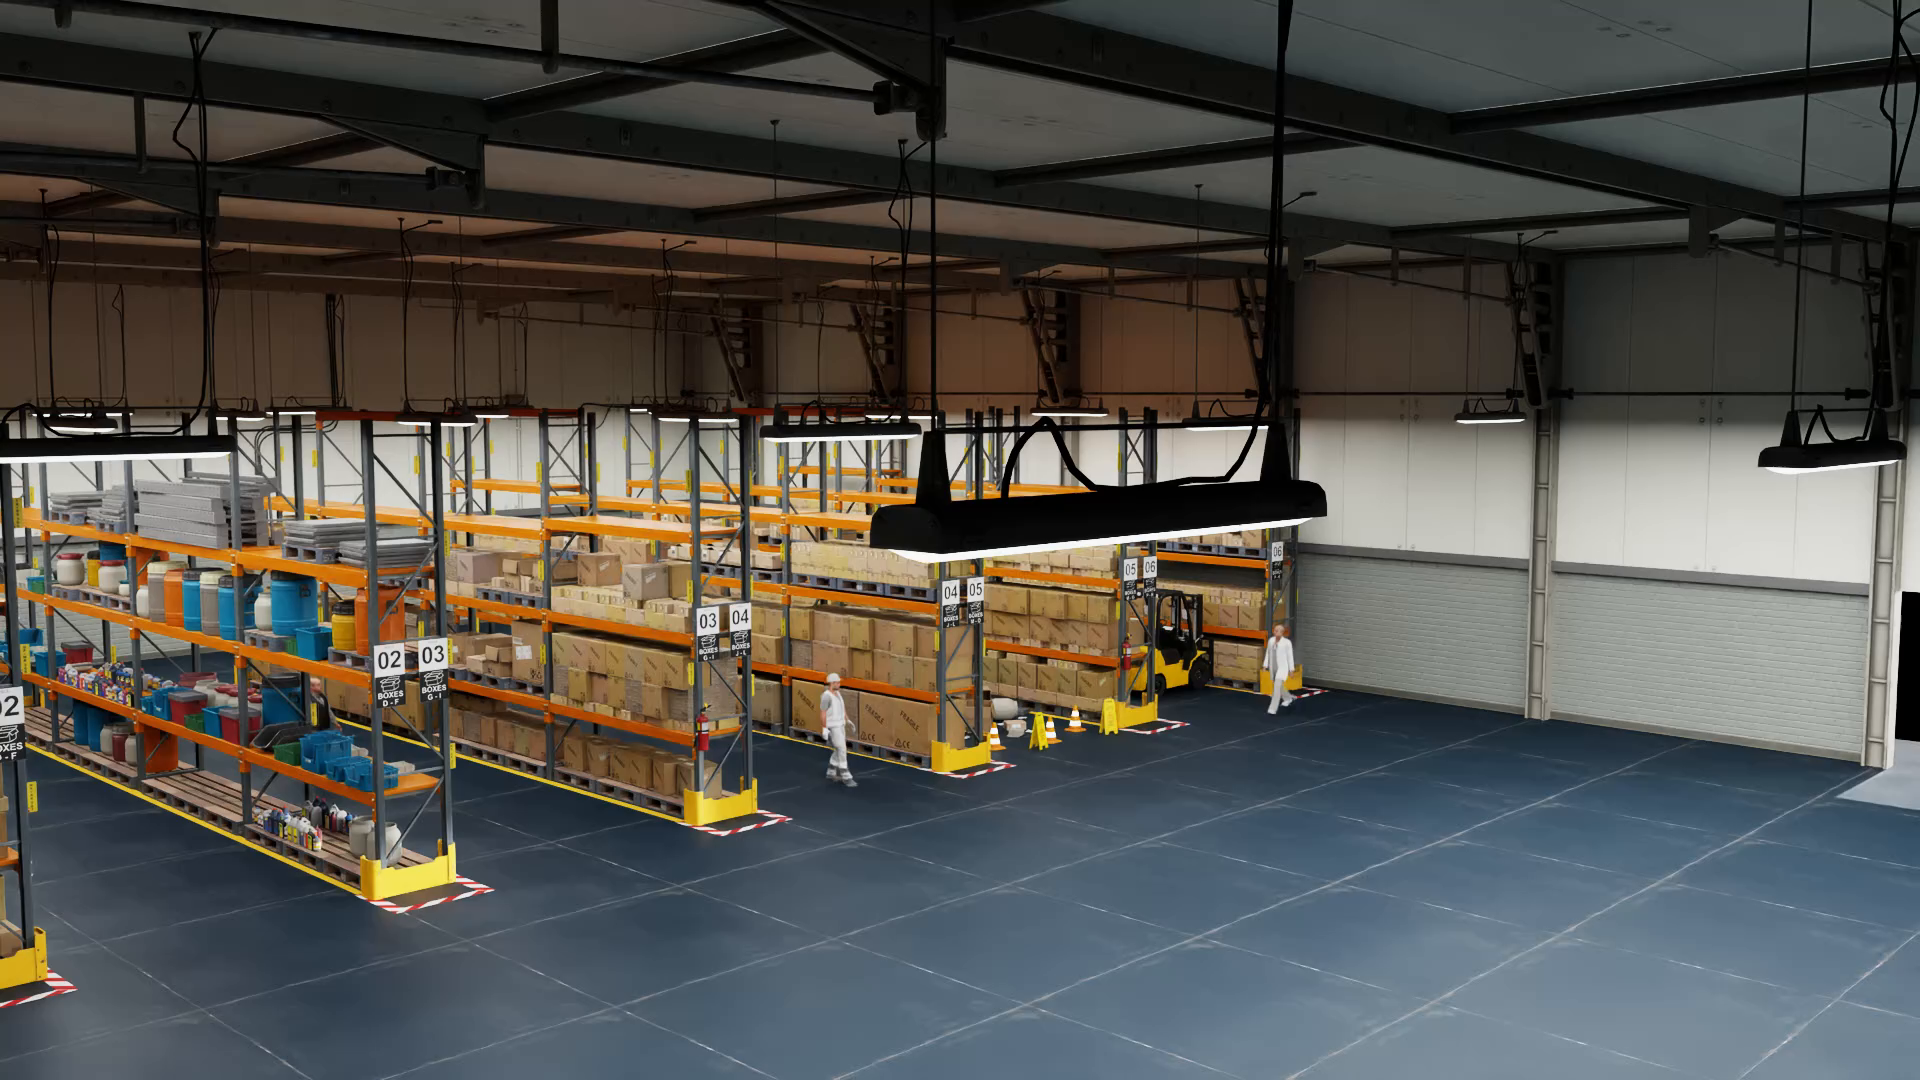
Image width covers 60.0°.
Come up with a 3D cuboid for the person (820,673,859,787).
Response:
[{"bbox_3d":[-1.898,3.068,26.989,0.710,1.793,0.551,2,5,22],"label":"person"}]

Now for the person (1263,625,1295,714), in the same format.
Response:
[{"bbox_3d":[6.331,2.543,32.950,0.640,1.734,1.124,4,7,41],"label":"person"}]

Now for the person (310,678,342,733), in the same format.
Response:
[{"bbox_3d":[-10.410,3.074,27.046,1.042,1.653,0.618,3,6,31],"label":"person"}]
